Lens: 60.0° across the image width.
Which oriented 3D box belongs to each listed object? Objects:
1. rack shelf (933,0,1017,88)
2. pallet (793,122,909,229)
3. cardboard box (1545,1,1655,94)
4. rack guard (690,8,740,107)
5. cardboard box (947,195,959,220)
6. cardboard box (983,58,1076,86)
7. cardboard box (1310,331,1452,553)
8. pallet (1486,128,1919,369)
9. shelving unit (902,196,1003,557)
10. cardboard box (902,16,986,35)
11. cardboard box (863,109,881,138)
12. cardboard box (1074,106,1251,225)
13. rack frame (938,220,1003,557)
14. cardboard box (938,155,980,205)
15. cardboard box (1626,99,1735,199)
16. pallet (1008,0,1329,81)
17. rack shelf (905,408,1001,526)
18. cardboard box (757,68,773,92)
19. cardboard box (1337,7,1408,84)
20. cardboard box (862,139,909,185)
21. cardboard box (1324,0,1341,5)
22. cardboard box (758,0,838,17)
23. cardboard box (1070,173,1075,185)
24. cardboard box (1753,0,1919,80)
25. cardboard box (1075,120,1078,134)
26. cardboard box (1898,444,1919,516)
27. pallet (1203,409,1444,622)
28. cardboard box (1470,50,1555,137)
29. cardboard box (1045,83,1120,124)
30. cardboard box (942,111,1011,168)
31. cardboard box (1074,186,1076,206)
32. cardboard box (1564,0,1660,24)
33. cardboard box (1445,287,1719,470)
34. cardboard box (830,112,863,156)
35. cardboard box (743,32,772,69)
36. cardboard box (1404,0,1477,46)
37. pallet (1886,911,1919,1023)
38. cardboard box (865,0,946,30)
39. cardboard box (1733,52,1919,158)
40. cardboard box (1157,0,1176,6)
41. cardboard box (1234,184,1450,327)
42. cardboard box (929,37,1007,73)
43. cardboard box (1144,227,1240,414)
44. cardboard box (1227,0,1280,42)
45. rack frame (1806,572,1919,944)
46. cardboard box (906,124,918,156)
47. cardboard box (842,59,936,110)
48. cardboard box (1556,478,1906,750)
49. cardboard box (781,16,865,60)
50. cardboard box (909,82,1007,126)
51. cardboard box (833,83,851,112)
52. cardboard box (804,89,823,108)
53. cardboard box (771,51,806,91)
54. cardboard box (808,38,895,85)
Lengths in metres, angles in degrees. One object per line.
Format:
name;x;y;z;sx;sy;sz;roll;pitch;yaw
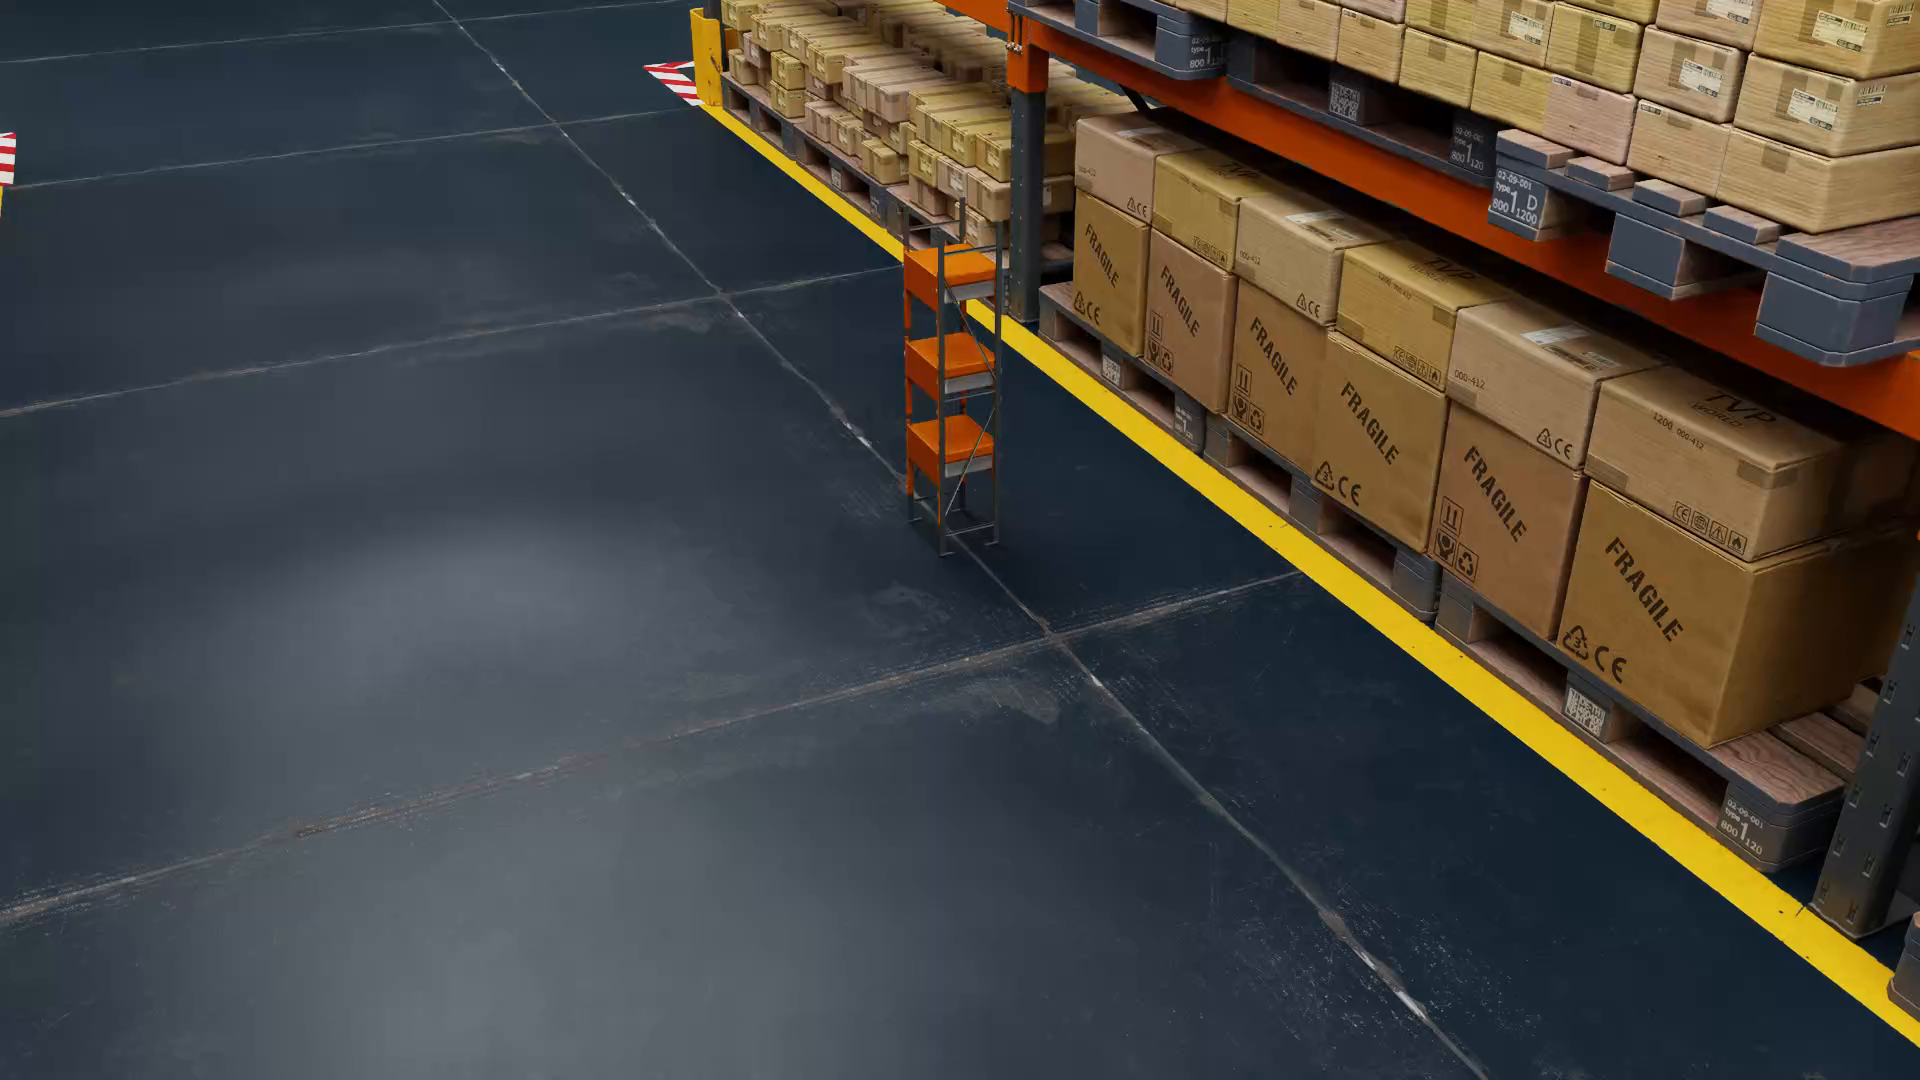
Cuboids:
rack shelf;-0.182;-2.888;8.068;1.077;0.370;4.000;-13;32;-22
pallet;-0.172;-1.931;8.477;1.003;0.211;1.213;-13;32;-22
cardboard box;1.539;-1.110;3.686;0.380;0.149;0.250;-12;32;-21
rack guard;-1.008;-2.961;10.019;1.175;0.500;0.348;-13;32;-22
cardboard box;0.164;-1.492;7.329;0.380;0.149;0.250;-12;32;-21
cardboard box;0.330;-2.188;7.963;0.380;0.149;0.250;-12;32;-21
cardboard box;1.414;-0.340;4.916;0.500;0.500;0.500;-15;32;-24
pallet;1.991;-0.760;3.734;1.213;0.211;1.003;-13;32;-22
shelving unit;-0.023;-0.482;5.035;0.215;1.050;0.252;-13;32;-22
cardboard box;-0.083;-2.658;8.800;0.380;0.149;0.250;-12;31;-20
cardboard box;-0.247;-2.054;8.027;0.380;0.149;0.250;-15;32;-24
cardboard box;0.755;-1.356;5.961;0.500;0.250;0.500;-15;32;-24
rack frame;0.029;-0.428;4.939;0.200;1.050;0.008;-13;32;-22
cardboard box;0.127;-1.577;7.176;0.380;0.149;0.250;-15;32;-24
cardboard box;1.662;-0.856;3.537;0.380;0.149;0.250;-13;32;-22
pallet;0.873;-1.866;5.707;1.003;0.211;1.213;-13;32;-22
rack shelf;-0.023;-0.230;5.177;0.215;0.259;0.240;-13;32;-22
cardboard box;-0.919;-2.628;9.354;0.380;0.149;0.250;-13;32;-22
cardboard box;1.221;-1.314;4.353;0.380;0.149;0.250;-12;31;-20
cardboard box;-0.244;-1.817;7.908;0.380;0.149;0.250;-13;32;-22
cardboard box;1.103;-1.560;4.489;0.380;0.149;0.250;-14;32;-23
cardboard box;-0.896;-2.885;9.205;0.380;0.149;0.250;-12;32;-21
cardboard box;0.620;-1.708;7.410;0.380;0.149;0.250;-13;32;-22
cardboard box;1.769;-1.004;3.193;0.380;0.149;0.250;-14;32;-24
cardboard box;0.716;-1.713;7.115;0.380;0.149;0.250;-12;31;-20
cardboard box;2.316;-0.326;4.125;0.500;0.250;0.500;-15;32;-24
pallet;1.540;-0.218;5.424;1.003;0.211;1.213;-13;32;-22
cardboard box;1.447;-1.080;3.937;0.380;0.149;0.250;-14;32;-23
cardboard box;0.498;-1.948;7.535;0.380;0.149;0.250;-14;32;-23
cardboard box;0.143;-1.724;7.135;0.380;0.149;0.250;-13;32;-21
cardboard box;0.696;-1.604;7.528;0.380;0.149;0.250;-12;31;-21
cardboard box;1.551;-1.231;3.598;0.380;0.149;0.250;-12;31;-20
cardboard box;1.637;-0.439;4.325;0.500;0.250;0.500;-13;32;-21
cardboard box;-0.429;-2.045;8.316;0.380;0.149;0.250;-13;32;-22
cardboard box;-0.981;-2.736;9.244;0.380;0.149;0.250;-13;32;-22
cardboard box;1.327;-1.331;4.081;0.380;0.149;0.250;-13;32;-22
pallet;2.664;1.029;3.199;1.003;0.211;1.213;-13;32;-22
cardboard box;-0.303;-2.893;9.219;0.380;0.149;0.250;-14;32;-23
cardboard box;1.770;-0.877;3.270;0.380;0.149;0.250;-12;32;-21
cardboard box;0.765;-1.777;5.180;0.380;0.149;0.250;-13;32;-21
cardboard box;1.201;-0.895;5.139;0.500;0.250;0.500;-12;31;-20
cardboard box;0.068;-2.409;8.356;0.380;0.149;0.250;-13;32;-22
cardboard box;0.983;-0.795;5.728;0.500;0.500;0.500;-12;31;-20
cardboard box;0.996;-1.545;4.766;0.380;0.149;0.250;-14;32;-23
rack frame;2.394;-0.551;3.166;1.000;3.000;0.127;-13;32;-22
cardboard box;-0.023;-1.823;7.615;0.380;0.149;0.250;-13;32;-22
cardboard box;-0.338;-2.180;7.949;0.380;0.149;0.250;-14;32;-24
cardboard box;1.875;0.120;4.095;0.500;0.500;0.500;-13;32;-22
cardboard box;-0.722;-2.654;8.794;0.380;0.149;0.250;-15;32;-24
cardboard box;-0.011;-1.964;7.562;0.380;0.149;0.250;-12;31;-20
cardboard box;-0.430;-2.302;8.470;0.380;0.149;0.250;-11;31;-19
cardboard box;-0.600;-2.291;8.754;0.380;0.149;0.250;-13;32;-22
cardboard box;-0.784;-2.511;8.842;0.380;0.149;0.250;-12;31;-20
cardboard box;-0.540;-2.404;8.348;0.380;0.149;0.250;-13;32;-21
